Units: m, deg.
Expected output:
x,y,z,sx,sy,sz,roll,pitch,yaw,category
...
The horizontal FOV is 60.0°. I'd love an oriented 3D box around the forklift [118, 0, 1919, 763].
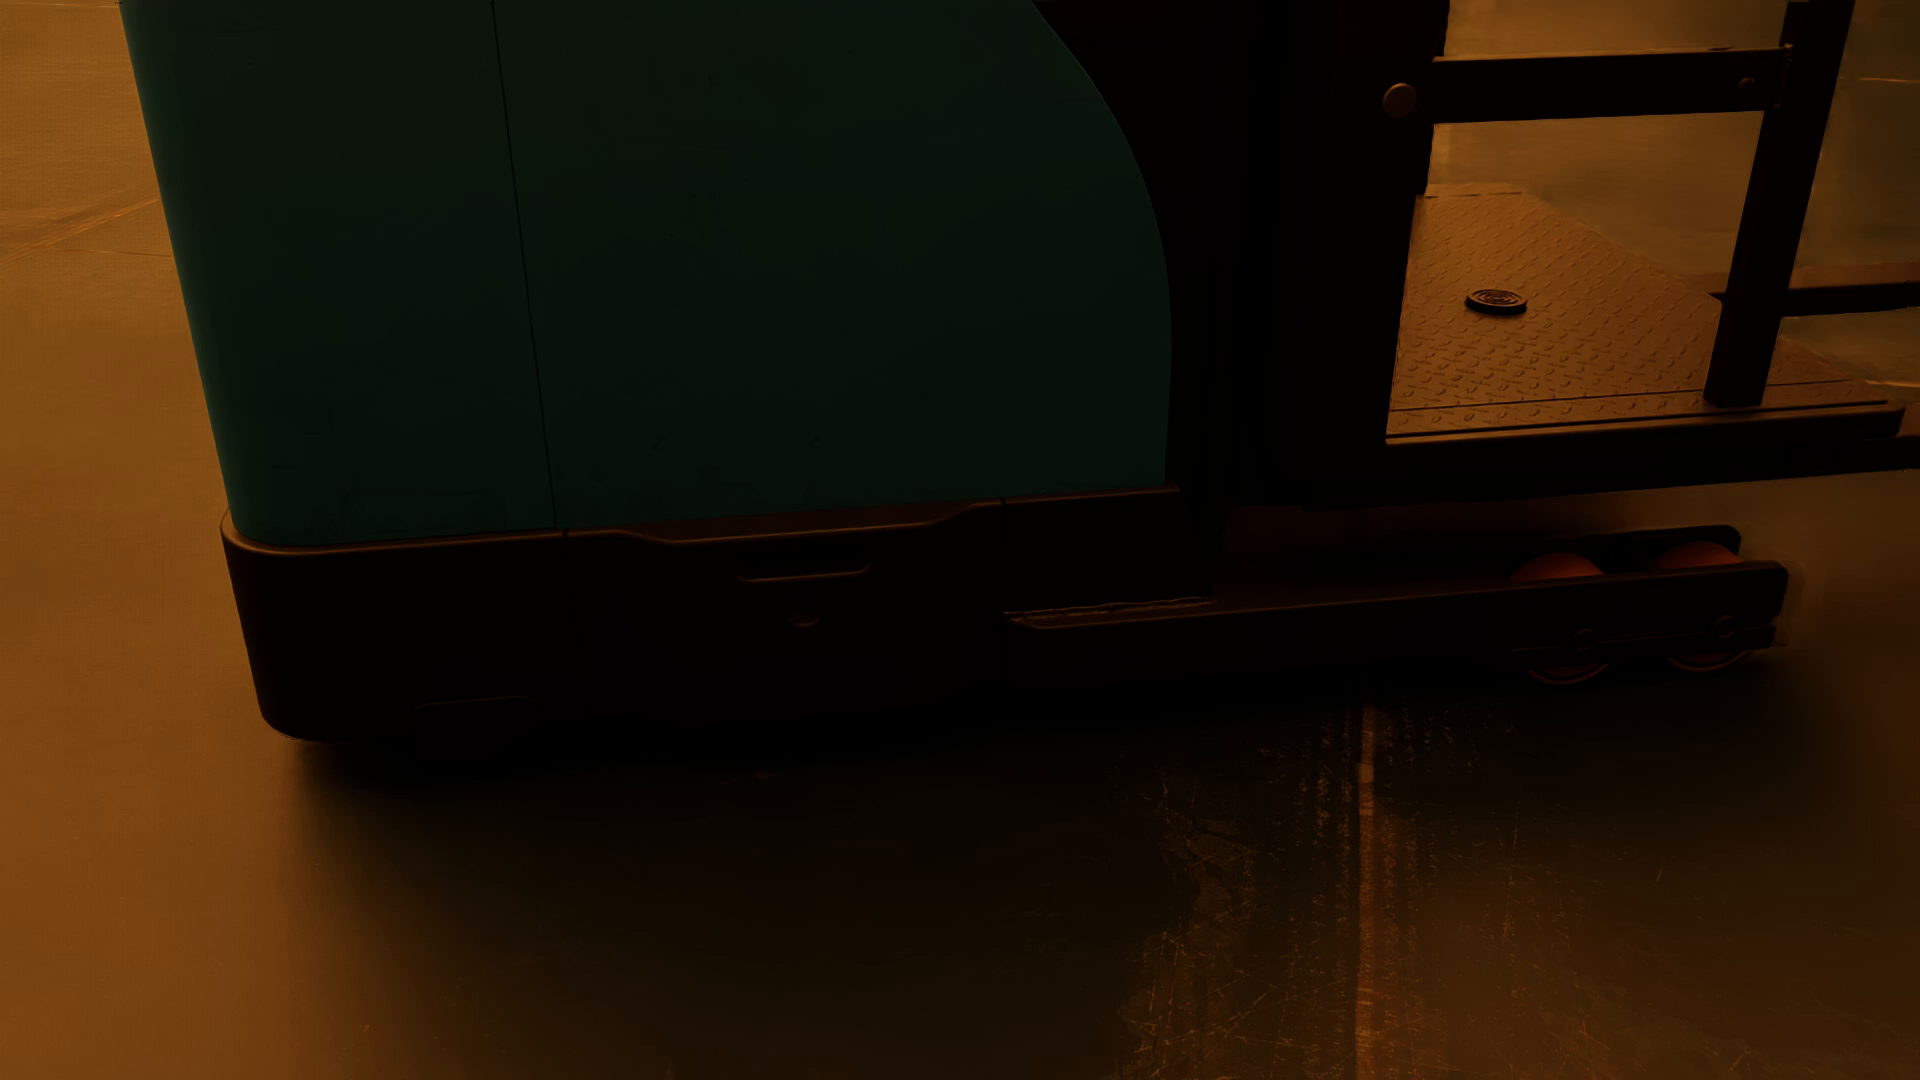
x,y,z,sx,sy,sz,roll,pitch,yaw,category
0.600,-1.354,1.930,3.031,2.935,1.130,-4,27,-9,forklift
